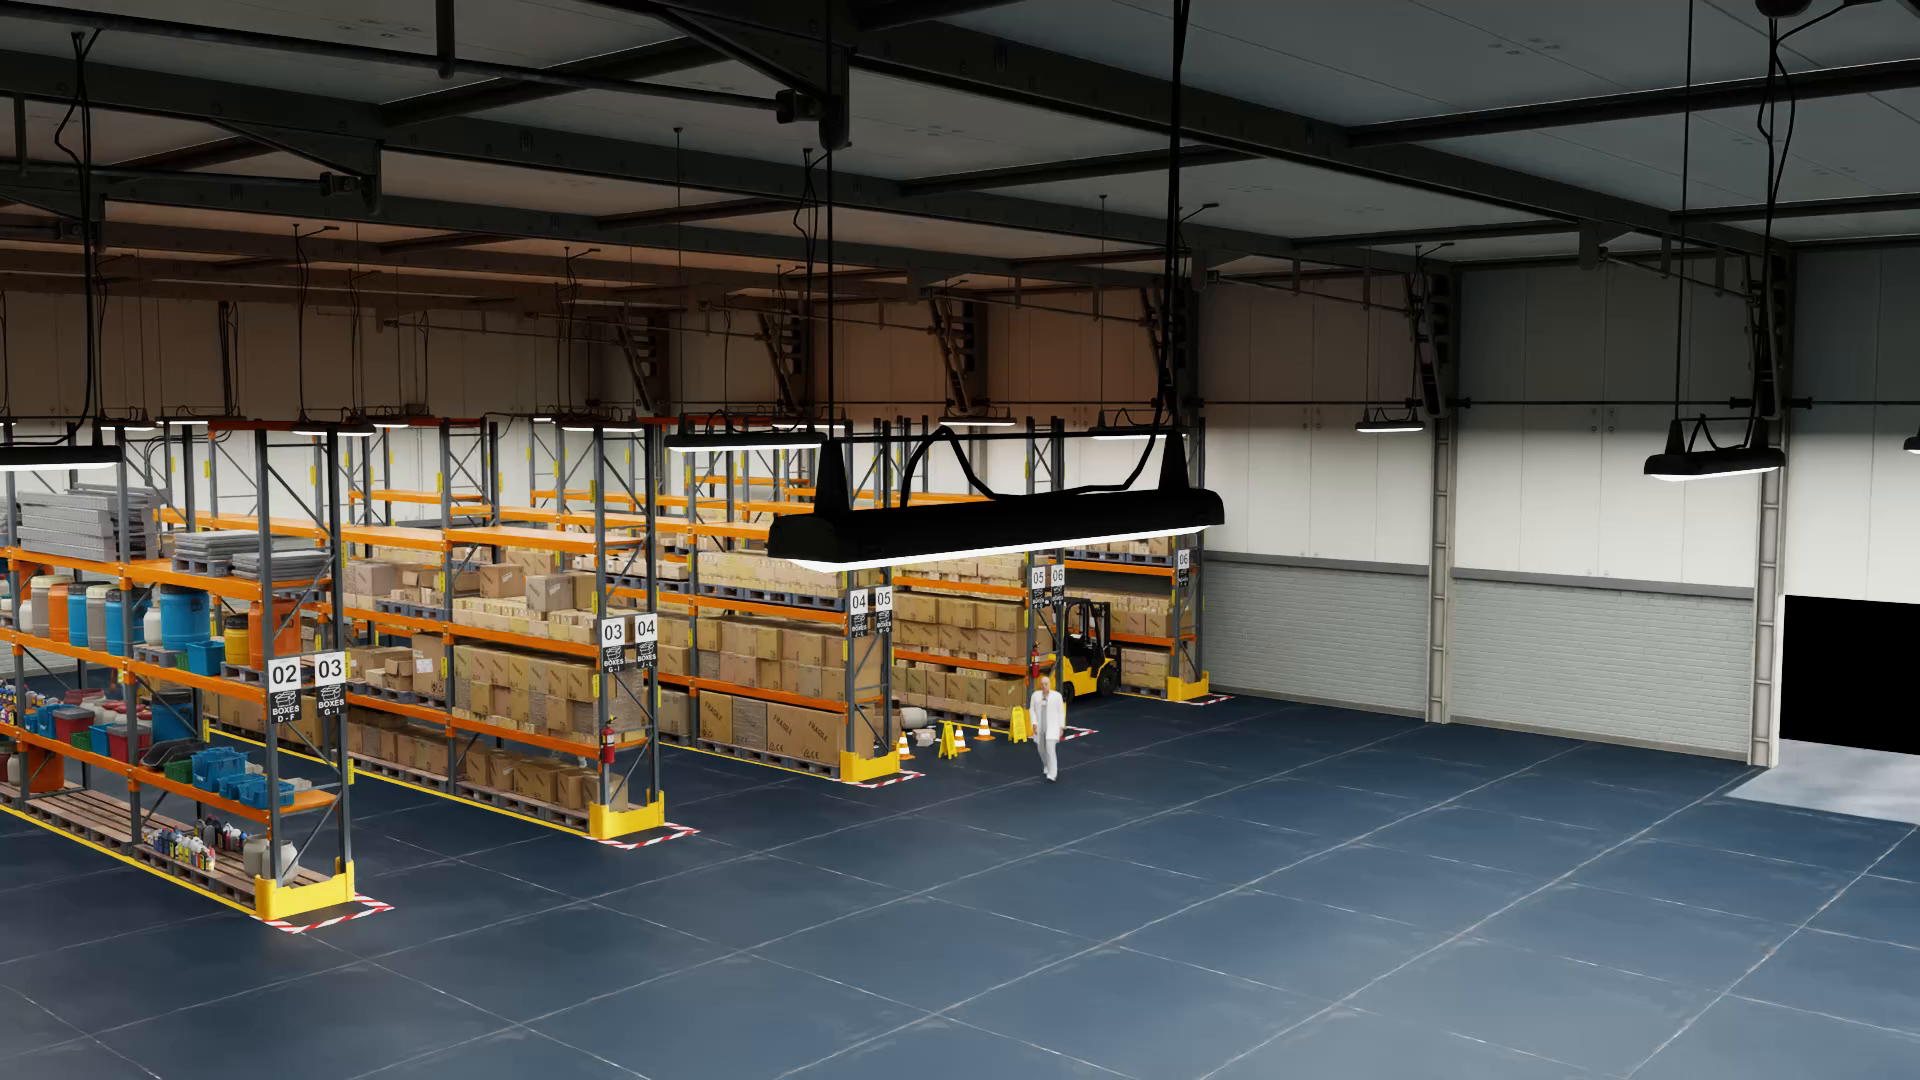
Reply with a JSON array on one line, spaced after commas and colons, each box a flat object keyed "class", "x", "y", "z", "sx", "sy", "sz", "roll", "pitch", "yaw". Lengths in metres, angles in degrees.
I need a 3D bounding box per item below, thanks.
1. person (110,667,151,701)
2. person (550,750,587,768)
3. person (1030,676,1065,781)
[{"class": "person", "x": -16.201, "y": 2.766, "z": 32.469, "sx": 1.085, "sy": 1.708, "sz": 0.696, "roll": 4, "pitch": 7, "yaw": 43}, {"class": "person", "x": -6.543, "y": 3.119, "z": 28.009, "sx": 0.992, "sy": 1.720, "sz": 0.557, "roll": 3, "pitch": 5, "yaw": 28}, {"class": "person", "x": 1.465, "y": 3.156, "z": 27.984, "sx": 0.577, "sy": 1.744, "sz": 0.918, "roll": 3, "pitch": 5, "yaw": 28}]
